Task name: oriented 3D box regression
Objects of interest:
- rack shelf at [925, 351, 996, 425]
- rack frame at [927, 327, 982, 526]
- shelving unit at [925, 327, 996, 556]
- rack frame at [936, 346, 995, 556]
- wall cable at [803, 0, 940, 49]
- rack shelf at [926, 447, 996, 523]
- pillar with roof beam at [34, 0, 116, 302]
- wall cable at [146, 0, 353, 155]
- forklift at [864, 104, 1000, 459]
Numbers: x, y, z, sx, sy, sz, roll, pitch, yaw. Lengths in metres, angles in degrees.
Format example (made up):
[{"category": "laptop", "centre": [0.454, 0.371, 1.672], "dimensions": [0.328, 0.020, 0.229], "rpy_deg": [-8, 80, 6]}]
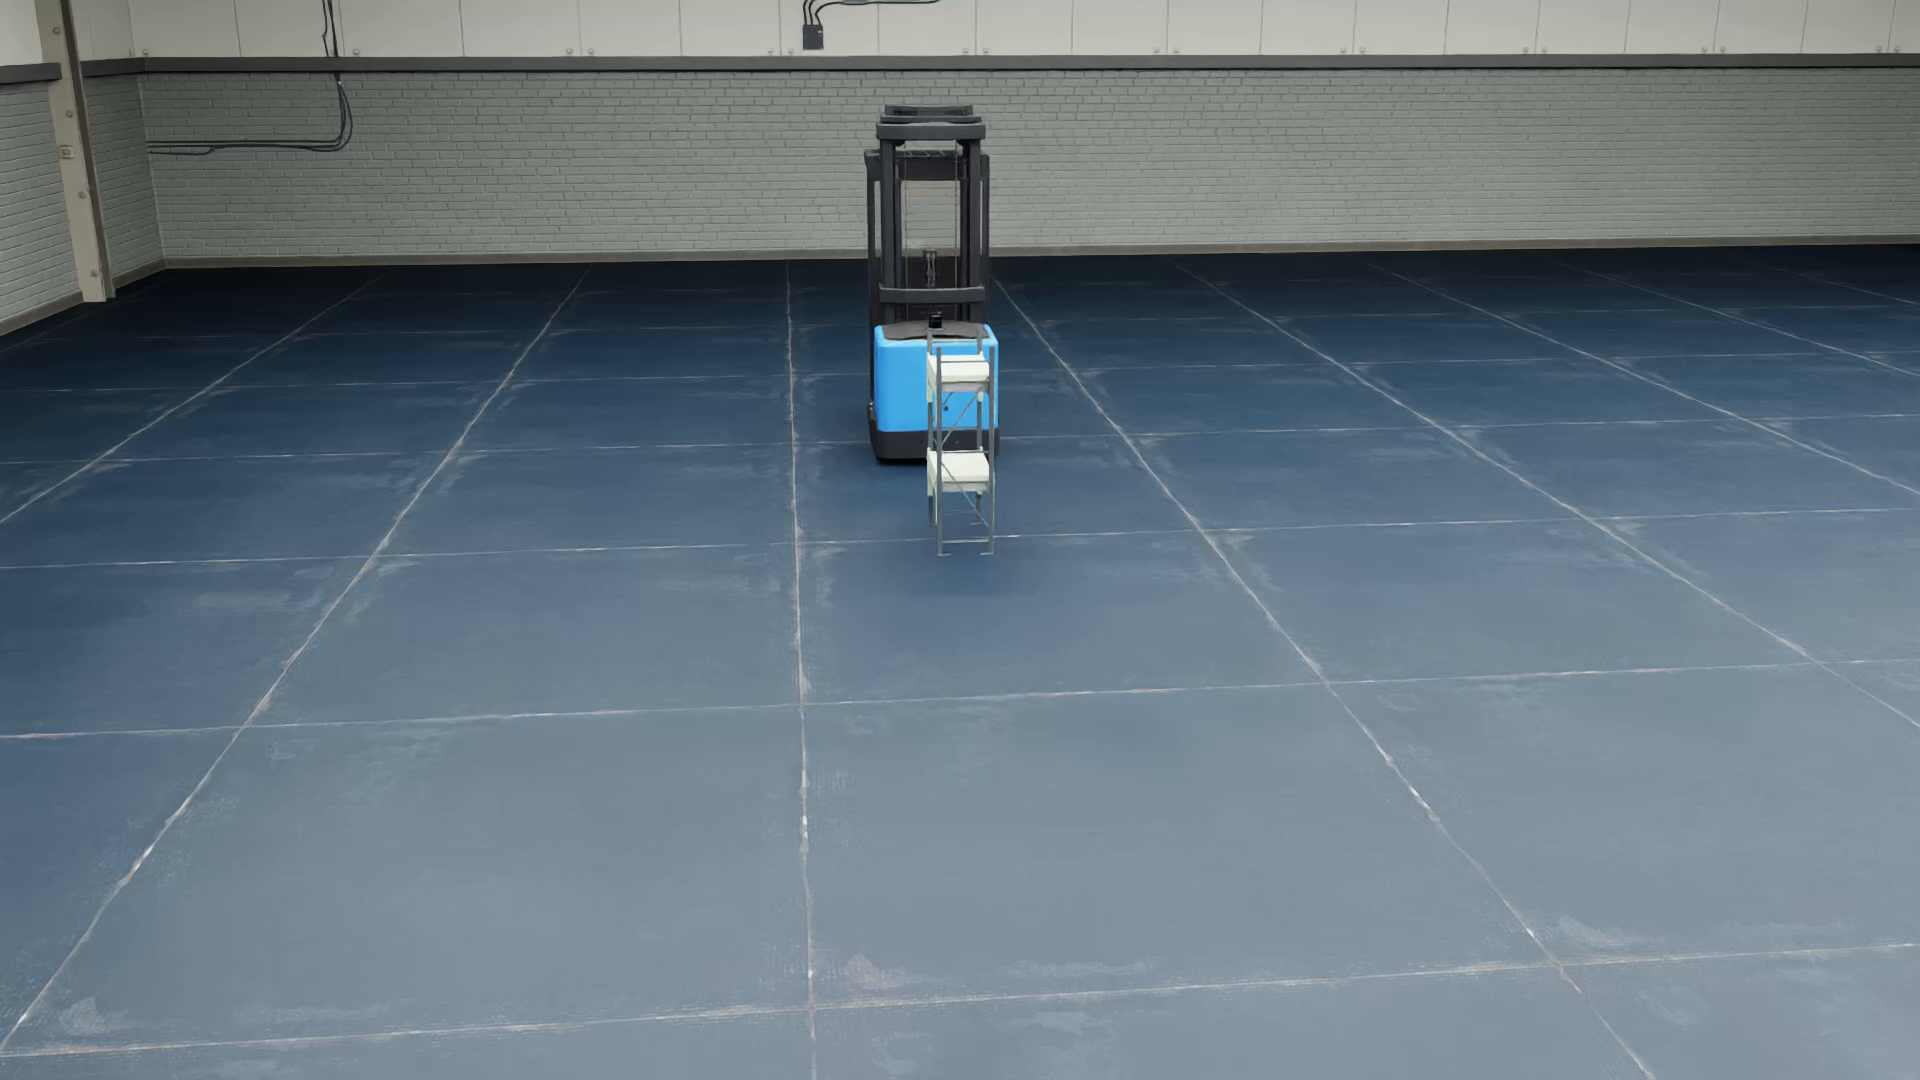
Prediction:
[{"category": "rack shelf", "centre": [-0.001, -1.090, 11.842], "dimensions": [0.431, 0.370, 0.720], "rpy_deg": [-2, 18, -6]}, {"category": "rack frame", "centre": [-0.038, -0.827, 12.306], "dimensions": [0.400, 1.500, 0.023], "rpy_deg": [-2, 18, -6]}, {"category": "shelving unit", "centre": [-0.001, -0.718, 11.959], "dimensions": [0.431, 1.500, 0.755], "rpy_deg": [-2, 18, -6]}, {"category": "rack frame", "centre": [0.037, -0.609, 11.611], "dimensions": [0.400, 1.500, 0.023], "rpy_deg": [-2, 18, -6]}, {"category": "wall cable", "centre": [-1.239, -10.389, 24.567], "dimensions": [2.305, 6.003, 0.169], "rpy_deg": [-2, 18, -6]}, {"category": "rack shelf", "centre": [-0.001, -0.407, 12.056], "dimensions": [0.431, 0.370, 0.720], "rpy_deg": [-2, 18, -6]}, {"category": "pillar with roof beam", "centre": [-7.413, -7.692, 21.655], "dimensions": [9.100, 9.000, 0.400], "rpy_deg": [-2, 18, -6]}, {"category": "wall cable", "centre": [-10.684, -6.996, 24.623], "dimensions": [3.097, 2.526, 0.112], "rpy_deg": [-2, 18, -6]}, {"category": "forklift", "centre": [-0.303, -2.482, 15.190], "dimensions": [1.130, 2.935, 3.031], "rpy_deg": [-1, 17, -5]}]
